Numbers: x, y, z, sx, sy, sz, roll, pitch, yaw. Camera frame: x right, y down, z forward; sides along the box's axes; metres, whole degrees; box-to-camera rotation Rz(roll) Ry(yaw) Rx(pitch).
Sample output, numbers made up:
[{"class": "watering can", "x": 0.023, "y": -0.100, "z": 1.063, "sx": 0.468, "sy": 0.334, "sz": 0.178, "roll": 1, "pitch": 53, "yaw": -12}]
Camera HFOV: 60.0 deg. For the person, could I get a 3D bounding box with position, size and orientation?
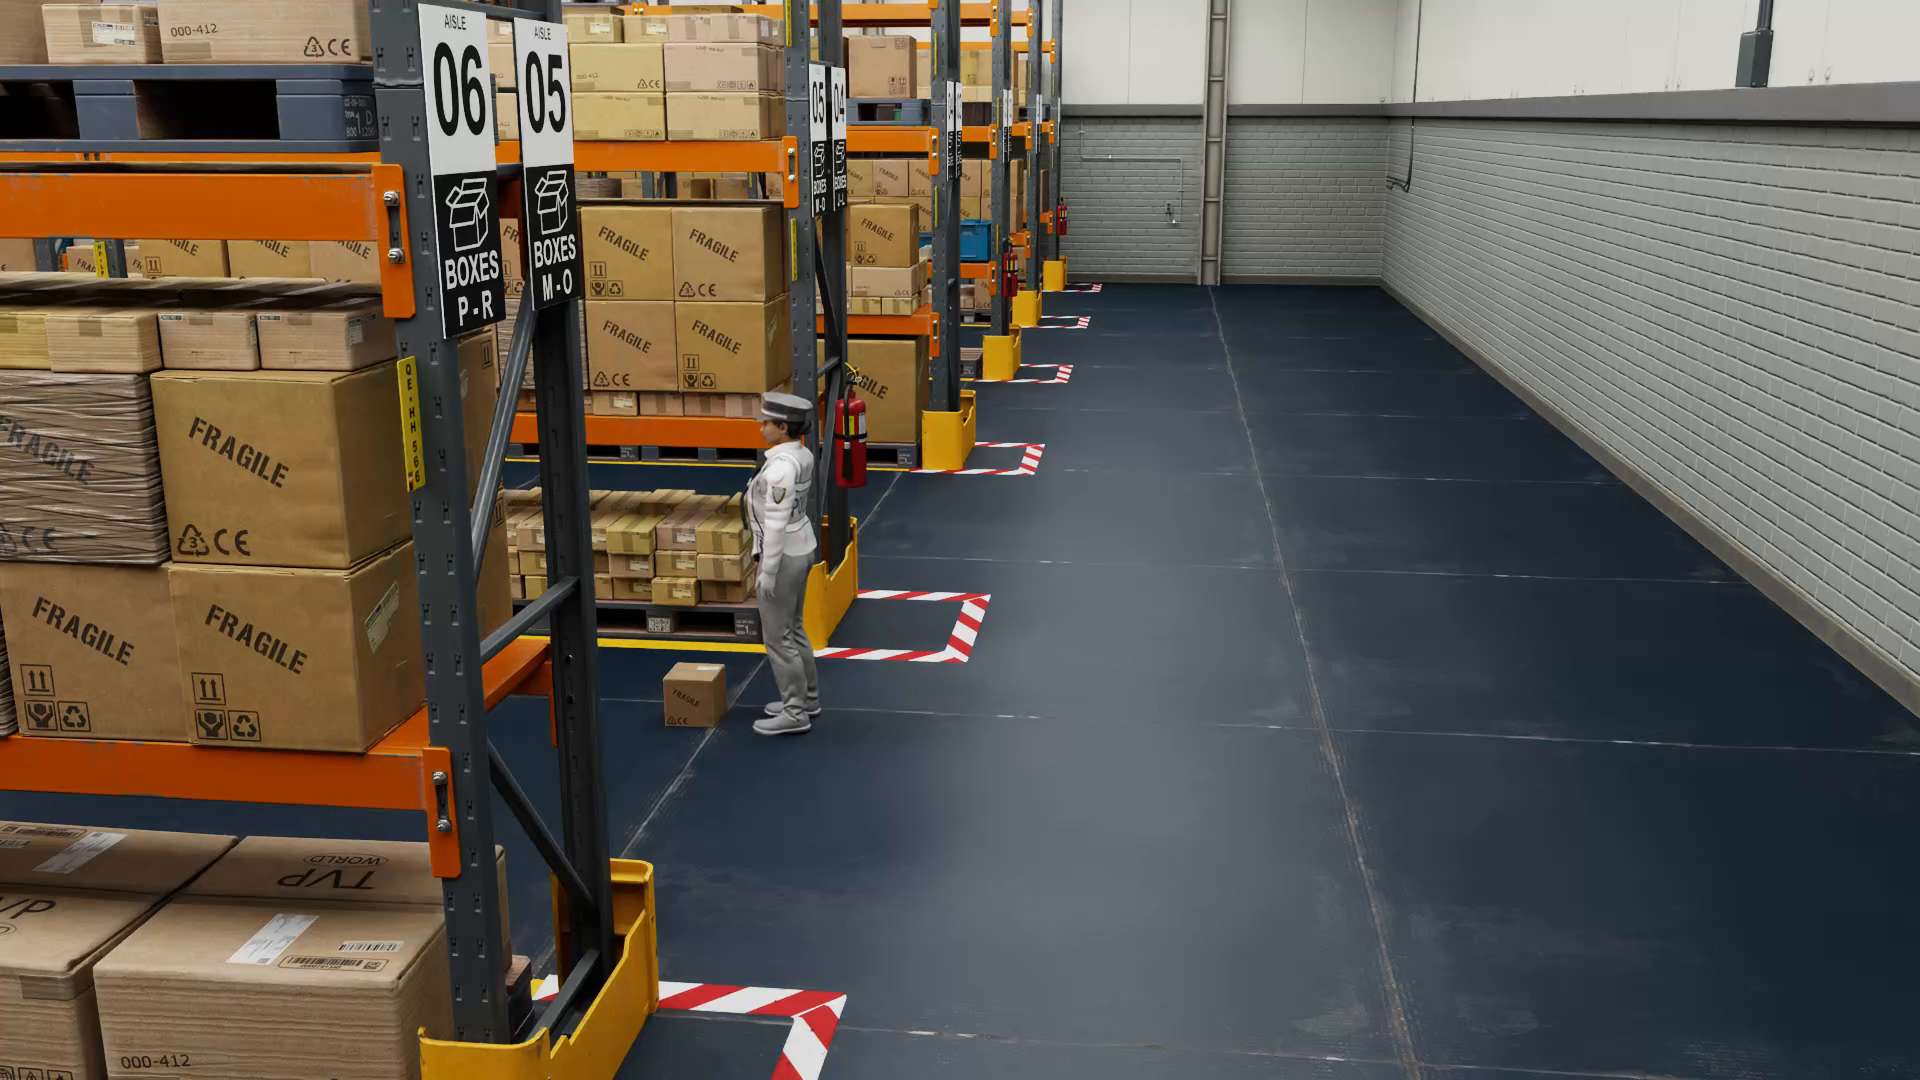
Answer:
[{"class": "person", "x": -0.865, "y": 0.108, "z": 8.070, "sx": 0.336, "sy": 1.676, "sz": 0.467, "roll": 2, "pitch": 15, "yaw": 8}]
